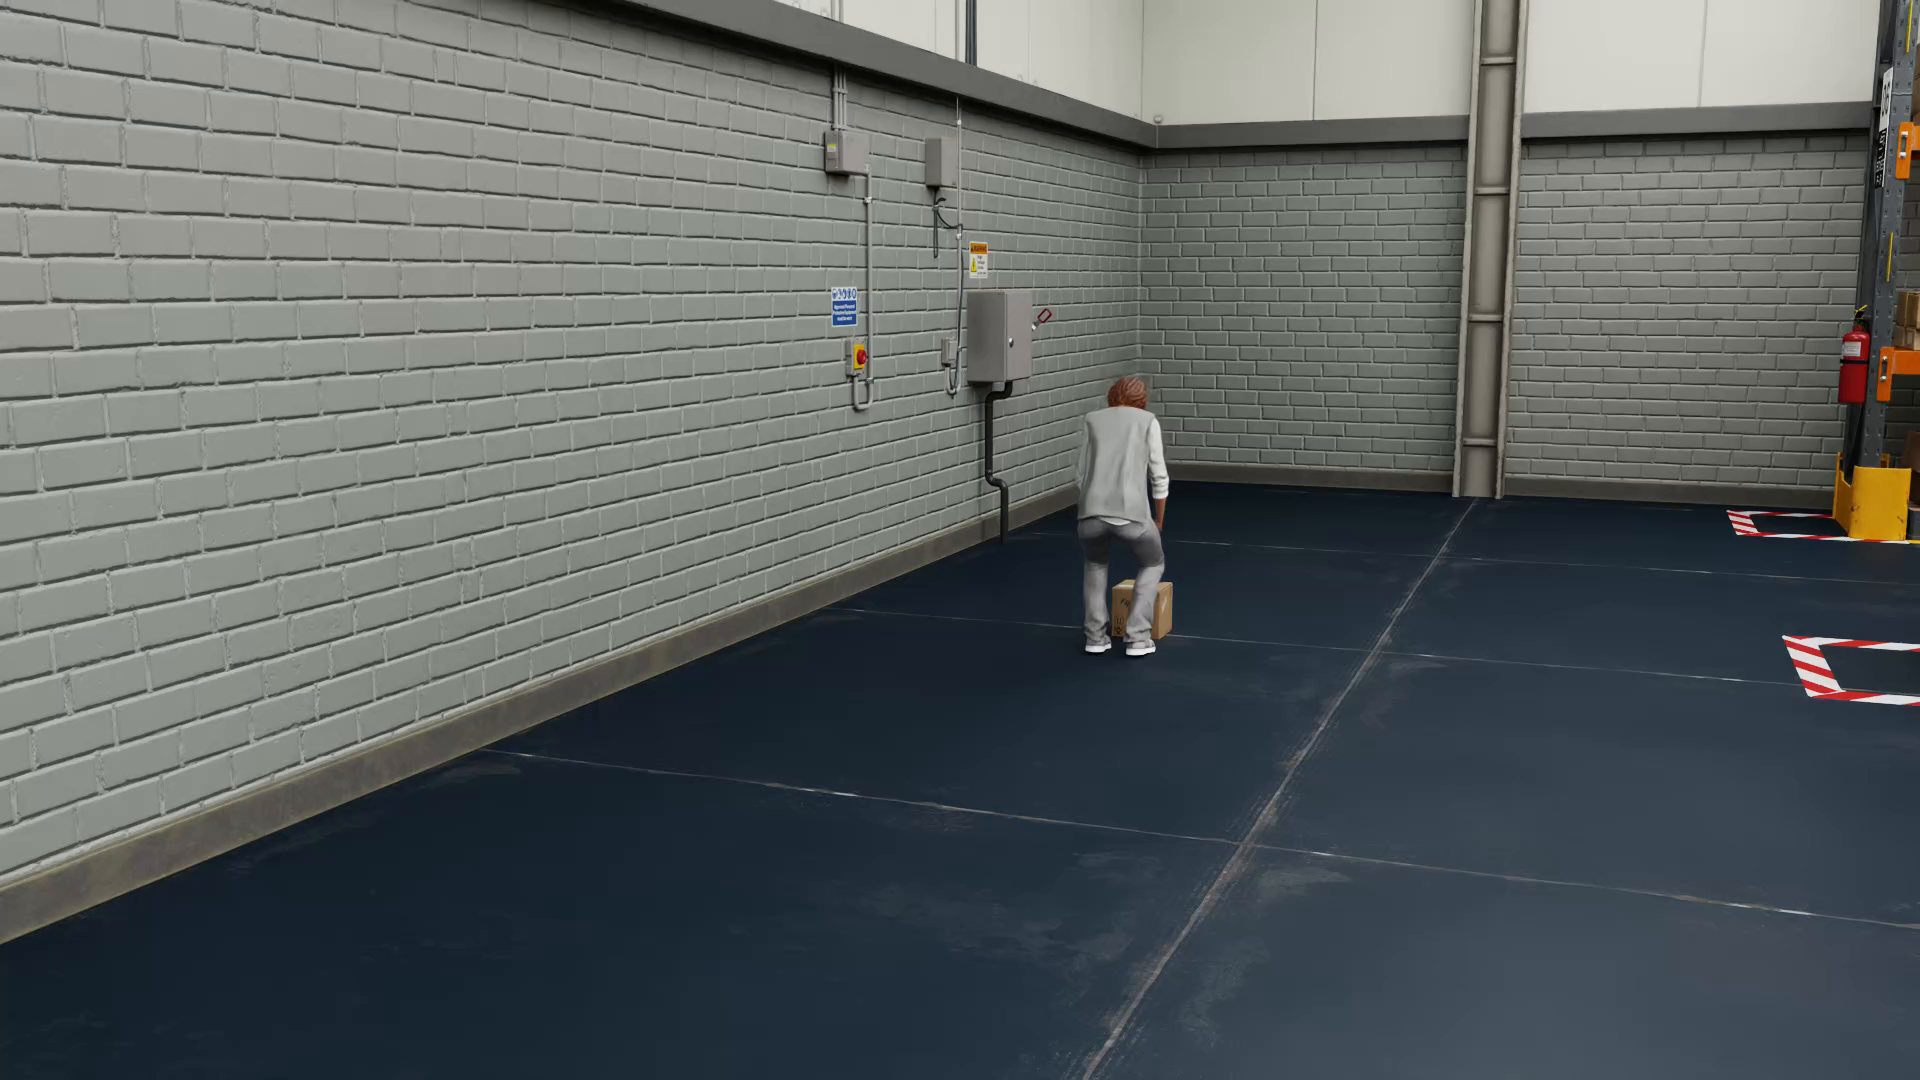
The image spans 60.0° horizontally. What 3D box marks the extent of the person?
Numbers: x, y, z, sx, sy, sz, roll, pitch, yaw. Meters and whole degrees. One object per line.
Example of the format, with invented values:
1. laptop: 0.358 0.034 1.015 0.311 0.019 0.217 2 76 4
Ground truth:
1. person: 0.752 -0.106 8.021 0.462 1.310 0.640 4 10 21
